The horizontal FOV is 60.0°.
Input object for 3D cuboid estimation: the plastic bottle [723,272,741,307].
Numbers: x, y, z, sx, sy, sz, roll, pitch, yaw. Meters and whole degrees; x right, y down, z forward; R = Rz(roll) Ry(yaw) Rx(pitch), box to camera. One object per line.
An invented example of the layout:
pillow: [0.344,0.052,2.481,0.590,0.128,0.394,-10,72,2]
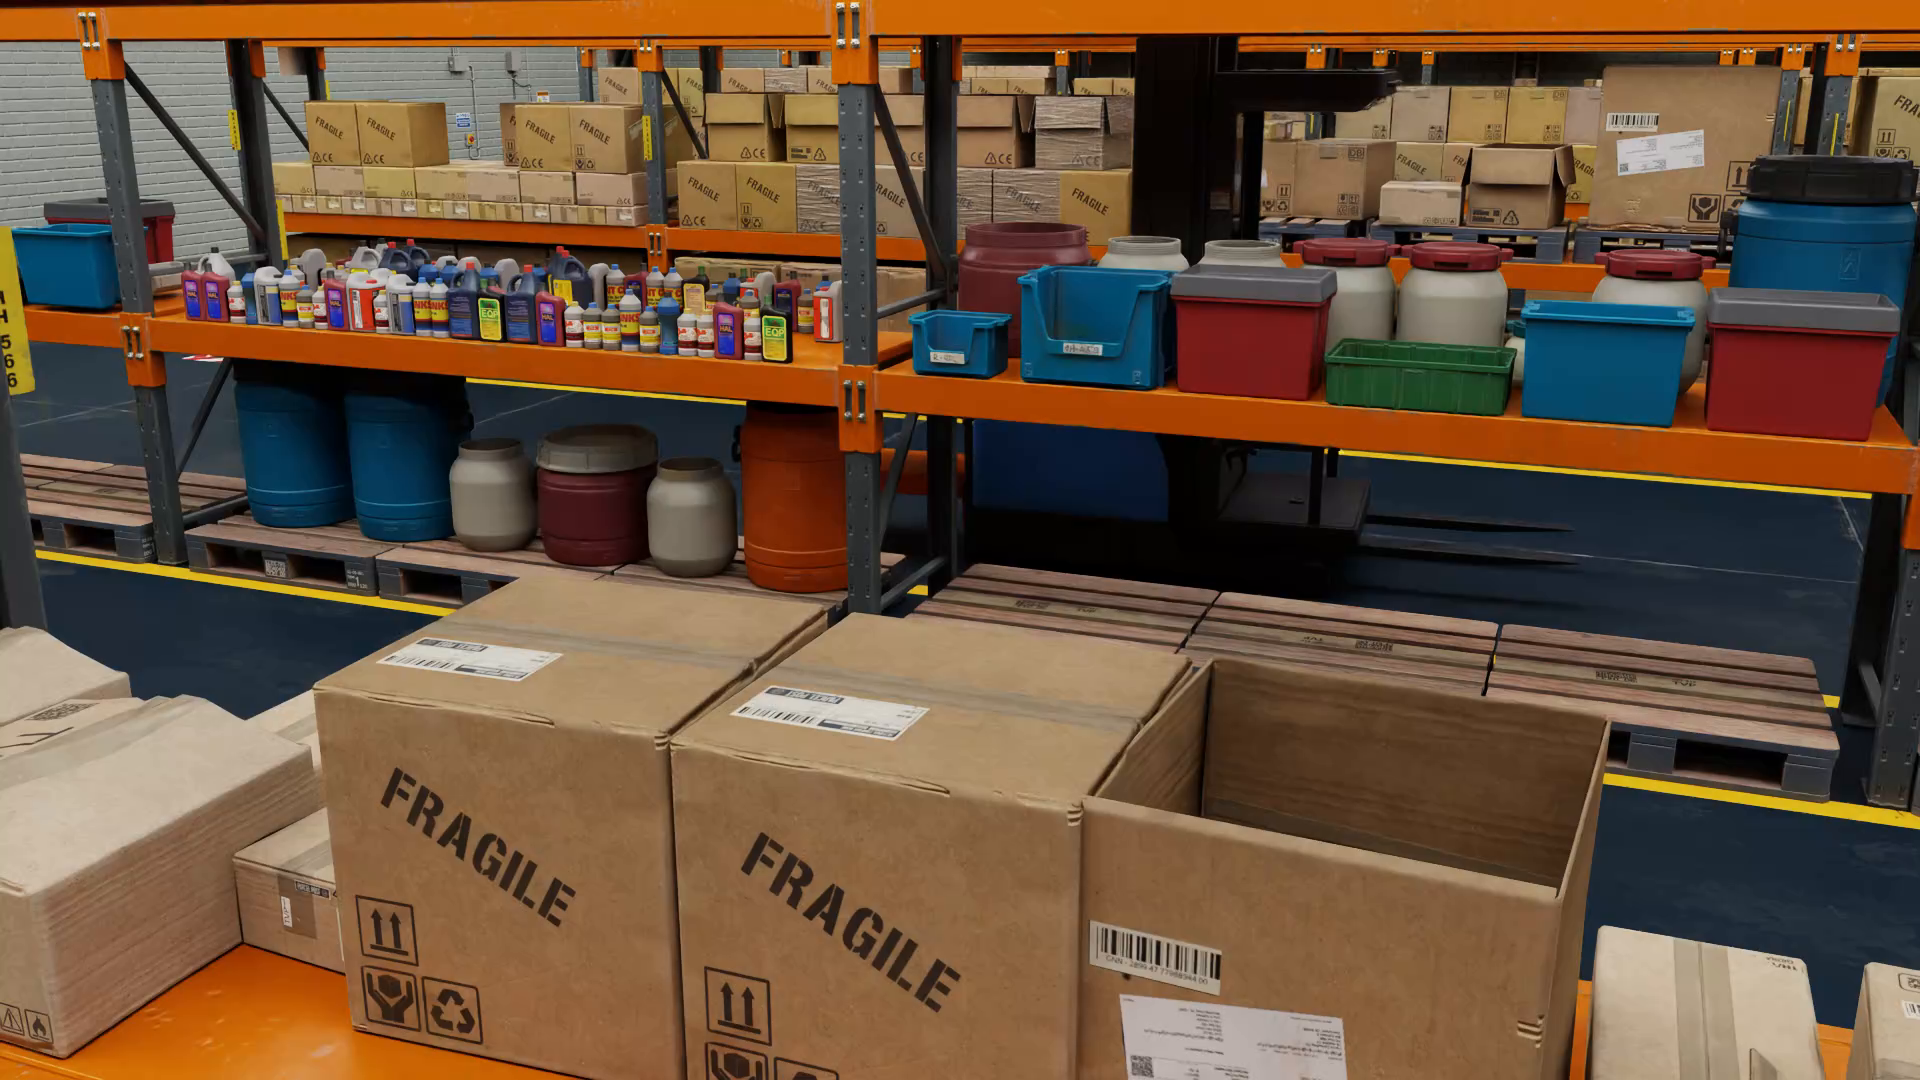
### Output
plastic bottle: [-1.086,-1.144,7.964,0.097,0.271,0.097,0,16,0]

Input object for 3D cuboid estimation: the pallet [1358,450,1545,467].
pallet: [3.424,-0.767,11.437,1.213,0.211,1.003,6,17,21]

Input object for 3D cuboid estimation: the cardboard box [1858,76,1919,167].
cardboard box: [5.613,-2.462,9.766,0.500,0.500,0.500,6,17,21]

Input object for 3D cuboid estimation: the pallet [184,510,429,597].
pallet: [-3.270,-0.007,8.820,1.213,0.211,1.003,6,17,21]

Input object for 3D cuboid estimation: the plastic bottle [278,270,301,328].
plastic bottle: [-3.243,-1.172,8.061,0.097,0.271,0.097,0,16,0]

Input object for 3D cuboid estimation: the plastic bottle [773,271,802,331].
plastic bottle: [-0.824,-1.145,7.945,0.133,0.283,0.061,6,17,21]

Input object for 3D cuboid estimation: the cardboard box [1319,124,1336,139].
cardboard box: [4.658,-5.034,20.504,0.500,0.250,0.500,6,17,20]

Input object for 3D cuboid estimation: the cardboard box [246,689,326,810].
cardboard box: [-1.134,0.398,2.872,0.250,0.149,0.380,6,17,21]

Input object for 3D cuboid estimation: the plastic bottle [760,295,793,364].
plastic bottle: [-0.784,-0.902,7.109,0.133,0.283,0.061,6,17,21]

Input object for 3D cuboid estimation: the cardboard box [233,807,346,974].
cardboard box: [-0.865,0.494,2.543,0.250,0.149,0.380,8,18,25]

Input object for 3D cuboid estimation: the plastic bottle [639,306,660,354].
plastic bottle: [-1.371,-0.932,7.361,0.097,0.201,0.097,0,16,0]

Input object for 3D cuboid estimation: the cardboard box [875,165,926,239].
cardboard box: [-0.403,-2.503,12.236,0.500,0.500,0.500,7,17,22]

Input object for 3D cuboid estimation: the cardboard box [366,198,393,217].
cardboard box: [-4.710,-2.783,13.830,0.250,0.149,0.380,6,17,20]

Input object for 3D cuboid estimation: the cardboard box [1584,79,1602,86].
cardboard box: [7.567,-5.401,19.768,0.250,0.149,0.380,7,18,24]

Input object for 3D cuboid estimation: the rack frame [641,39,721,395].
rack frame: [-2.155,-2.721,13.166,0.127,3.000,1.000,6,17,21]

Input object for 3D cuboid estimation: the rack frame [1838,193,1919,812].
rack frame: [3.470,-0.618,5.922,0.127,3.000,1.000,6,17,21]

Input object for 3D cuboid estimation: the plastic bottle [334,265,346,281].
plastic bottle: [-3.267,-1.350,8.801,0.097,0.201,0.097,0,16,0]

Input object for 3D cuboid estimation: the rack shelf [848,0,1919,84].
rack shelf: [1.609,-1.918,6.309,4.000,0.370,1.077,6,17,21]

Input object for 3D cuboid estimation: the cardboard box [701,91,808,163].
cardboard box: [-1.558,-3.187,12.794,0.637,0.503,0.797,6,17,19]

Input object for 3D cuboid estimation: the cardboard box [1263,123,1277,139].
cardboard box: [2.856,-3.886,15.808,0.250,0.149,0.380,6,17,18]

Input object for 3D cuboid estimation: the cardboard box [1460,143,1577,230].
cardboard box: [3.641,-2.307,10.802,0.637,0.503,0.797,8,18,26]

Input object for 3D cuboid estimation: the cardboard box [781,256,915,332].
cardboard box: [-0.721,-1.751,12.881,0.875,0.875,1.225,6,17,19]

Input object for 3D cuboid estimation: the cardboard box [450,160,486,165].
cardboard box: [-4.382,-3.116,14.262,0.500,0.250,0.500,6,17,19]

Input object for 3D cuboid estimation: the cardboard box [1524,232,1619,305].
cardboard box: [5.695,-2.440,15.479,0.750,0.750,1.050,6,17,21]

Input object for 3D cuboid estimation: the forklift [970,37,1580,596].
forklift: [1.628,-1.295,8.379,3.031,2.935,1.130,5,17,16]

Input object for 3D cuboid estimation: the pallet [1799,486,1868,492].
pallet: [5.925,-0.504,10.530,1.213,0.211,1.003,6,17,21]

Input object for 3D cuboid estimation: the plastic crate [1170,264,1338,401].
plastic crate: [1.140,-0.813,6.480,0.583,0.464,0.402,6,17,21]

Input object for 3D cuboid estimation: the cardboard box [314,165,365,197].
cardboard box: [-5.042,-3.030,13.967,0.500,0.250,0.500,6,17,20]

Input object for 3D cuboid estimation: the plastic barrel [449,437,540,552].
plastic barrel: [-2.321,-0.230,8.294,0.421,0.512,0.421,0,16,0]

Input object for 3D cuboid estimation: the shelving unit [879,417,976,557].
shelving unit: [-0.373,-0.561,9.088,1.048,1.125,0.538,5,17,16]

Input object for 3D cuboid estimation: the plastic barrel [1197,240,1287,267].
plastic barrel: [1.176,-0.988,6.996,0.421,0.512,0.421,0,16,0]

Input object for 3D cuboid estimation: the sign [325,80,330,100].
sign: [-5.664,-3.939,14.860,0.005,0.325,0.100,6,17,21]

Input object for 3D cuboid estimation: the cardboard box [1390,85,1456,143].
cardboard box: [4.365,-4.016,15.654,0.500,0.500,0.700,6,17,20]

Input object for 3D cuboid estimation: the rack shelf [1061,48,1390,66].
rack shelf: [3.342,-6.181,20.996,4.000,0.370,1.077,6,17,21]

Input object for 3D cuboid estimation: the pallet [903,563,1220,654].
pallet: [0.455,0.401,7.412,1.213,0.211,1.003,6,17,21]

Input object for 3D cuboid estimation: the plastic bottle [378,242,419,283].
plastic bottle: [-2.878,-1.347,8.522,0.185,0.351,0.144,6,17,21]

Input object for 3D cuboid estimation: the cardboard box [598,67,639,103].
cardboard box: [-3.642,-4.962,18.380,0.500,0.500,0.500,6,17,20]

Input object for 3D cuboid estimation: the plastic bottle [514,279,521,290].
plastic bottle: [-2.219,-1.253,8.466,0.097,0.201,0.097,0,16,0]

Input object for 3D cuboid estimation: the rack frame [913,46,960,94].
rack frame: [-0.241,-3.997,17.561,0.127,3.000,1.000,6,17,21]

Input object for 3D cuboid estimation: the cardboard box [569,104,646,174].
cardboard box: [-2.681,-3.129,12.963,0.500,0.500,0.500,7,18,22]

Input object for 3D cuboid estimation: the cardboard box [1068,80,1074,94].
cardboard box: [2.011,-7.231,27.092,0.500,0.500,0.500,6,17,19]

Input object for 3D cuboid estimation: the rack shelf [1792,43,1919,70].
rack shelf: [9.062,-4.069,13.719,4.000,0.370,1.077,6,17,21]

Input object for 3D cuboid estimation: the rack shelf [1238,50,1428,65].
rack shelf: [5.160,-7.469,25.432,4.000,0.370,1.077,6,17,21]

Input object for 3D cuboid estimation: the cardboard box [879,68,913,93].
cardboard box: [-0.777,-4.646,17.290,0.500,0.500,0.500,6,17,19]

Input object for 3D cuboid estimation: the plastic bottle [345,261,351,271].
plastic bottle: [-3.147,-1.383,8.779,0.135,0.276,0.152,6,17,21]

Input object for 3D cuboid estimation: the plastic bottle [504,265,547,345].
plastic bottle: [-1.980,-1.078,7.596,0.185,0.351,0.144,6,17,21]

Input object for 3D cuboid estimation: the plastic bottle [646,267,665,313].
plastic bottle: [-1.493,-1.207,8.181,0.097,0.271,0.097,0,16,0]

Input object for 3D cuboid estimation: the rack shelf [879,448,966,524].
rack shelf: [-0.373,-0.326,9.157,1.000,0.278,0.538,5,17,16]

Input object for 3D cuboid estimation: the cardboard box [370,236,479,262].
cardboard box: [-4.405,-2.173,14.338,0.875,0.875,0.875,6,17,21]

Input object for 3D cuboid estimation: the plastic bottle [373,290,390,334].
plastic bottle: [-2.722,-1.081,7.873,0.097,0.201,0.097,0,16,0]

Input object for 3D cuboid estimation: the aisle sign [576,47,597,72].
aisle sign: [-4.140,-5.584,18.366,0.004,0.787,0.394,6,17,21]

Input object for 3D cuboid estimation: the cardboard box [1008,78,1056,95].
cardboard box: [0.941,-5.796,21.785,0.500,0.500,0.500,6,17,20]

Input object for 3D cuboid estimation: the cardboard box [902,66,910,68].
cardboard box: [-0.584,-6.262,22.228,0.250,0.149,0.380,6,17,19]

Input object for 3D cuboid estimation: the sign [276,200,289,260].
sign: [-3.769,-1.712,9.193,0.005,0.325,0.100,6,17,21]

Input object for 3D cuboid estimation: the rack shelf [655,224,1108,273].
rack shelf: [-0.294,-2.171,12.561,4.000,0.370,1.077,6,17,21]

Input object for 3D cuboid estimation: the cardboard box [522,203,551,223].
cardboard box: [-3.276,-2.625,13.287,0.250,0.149,0.380,7,17,22]
